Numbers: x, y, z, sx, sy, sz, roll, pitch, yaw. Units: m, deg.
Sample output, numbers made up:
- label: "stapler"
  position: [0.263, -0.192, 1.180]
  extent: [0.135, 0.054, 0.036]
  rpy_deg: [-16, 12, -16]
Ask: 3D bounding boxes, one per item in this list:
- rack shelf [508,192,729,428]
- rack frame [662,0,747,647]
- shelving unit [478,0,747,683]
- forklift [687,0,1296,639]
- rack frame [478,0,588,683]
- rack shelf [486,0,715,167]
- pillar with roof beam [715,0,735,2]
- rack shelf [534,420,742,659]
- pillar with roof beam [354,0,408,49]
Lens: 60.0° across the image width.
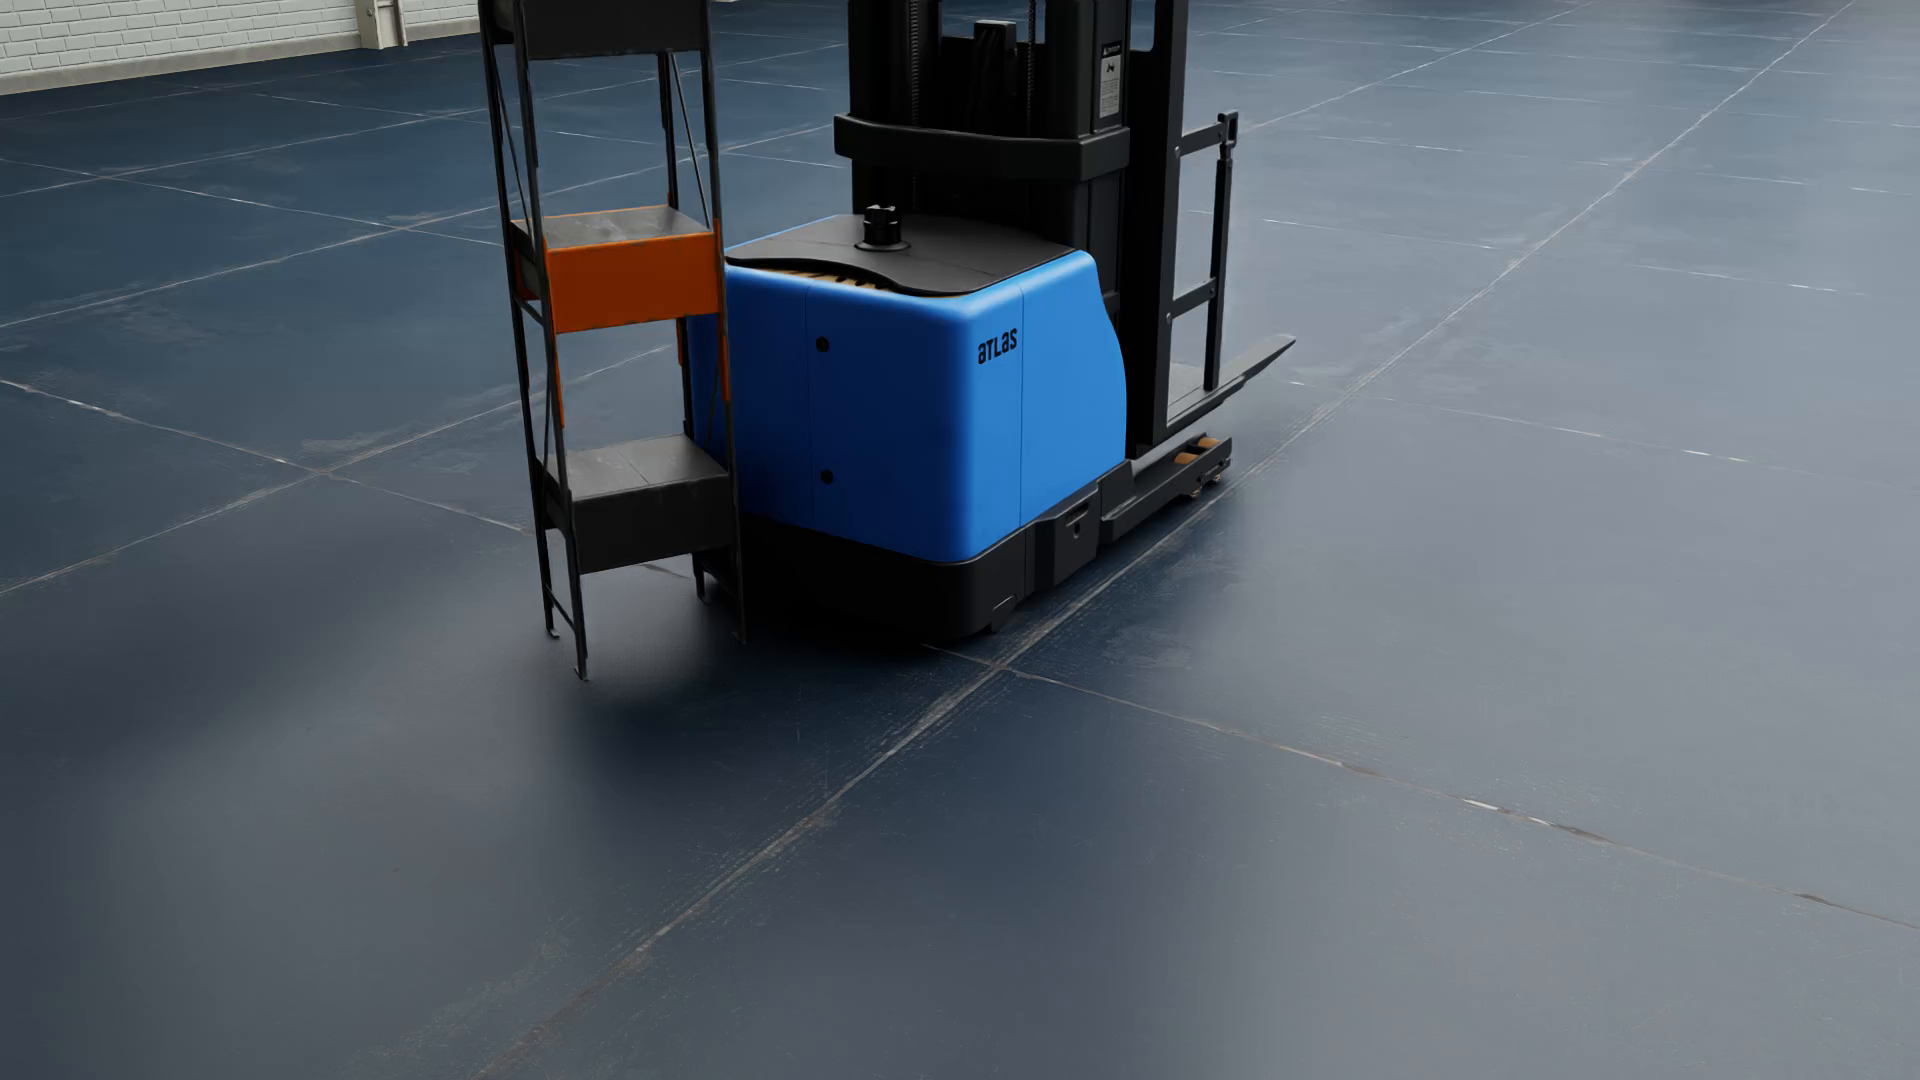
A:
- label: "rack shelf"
  position: [-0.959, -0.656, 4.657]
  extent: [0.480, 0.518, 0.431]
  rpy_deg: [-12, 26, -25]
- label: "rack frame"
  position: [-0.743, -0.714, 4.756]
  extent: [0.015, 2.100, 0.400]
  rpy_deg: [-12, 26, -25]
- label: "shelving unit"
  position: [-0.959, -0.669, 4.652]
  extent: [0.503, 2.100, 0.431]
  rpy_deg: [-12, 26, -25]
- label: "forklift"
  position: [0.367, -1.590, 5.733]
  extent: [1.130, 2.935, 3.031]
  rpy_deg: [14, 27, 30]
- label: "rack frame"
  position: [-1.175, -0.624, 4.548]
  extent: [0.015, 2.100, 0.400]
  rpy_deg: [-12, 26, -25]
- label: "rack shelf"
  position: [-0.959, -1.299, 4.379]
  extent: [0.480, 0.518, 0.431]
  rpy_deg: [-12, 26, -25]
- label: "pillar with roof beam"
  position: [0.490, -10.680, 19.094]
  extent: [9.100, 9.000, 0.400]
  rpy_deg: [14, 27, 29]
- label: "rack shelf"
  position: [-0.959, -0.014, 4.935]
  extent: [0.480, 0.518, 0.431]
  rpy_deg: [-12, 26, -25]
- label: "pillar with roof beam"
  position: [-2.675, -8.655, 14.416]
  extent: [9.100, 9.000, 0.400]
  rpy_deg: [14, 27, 29]
